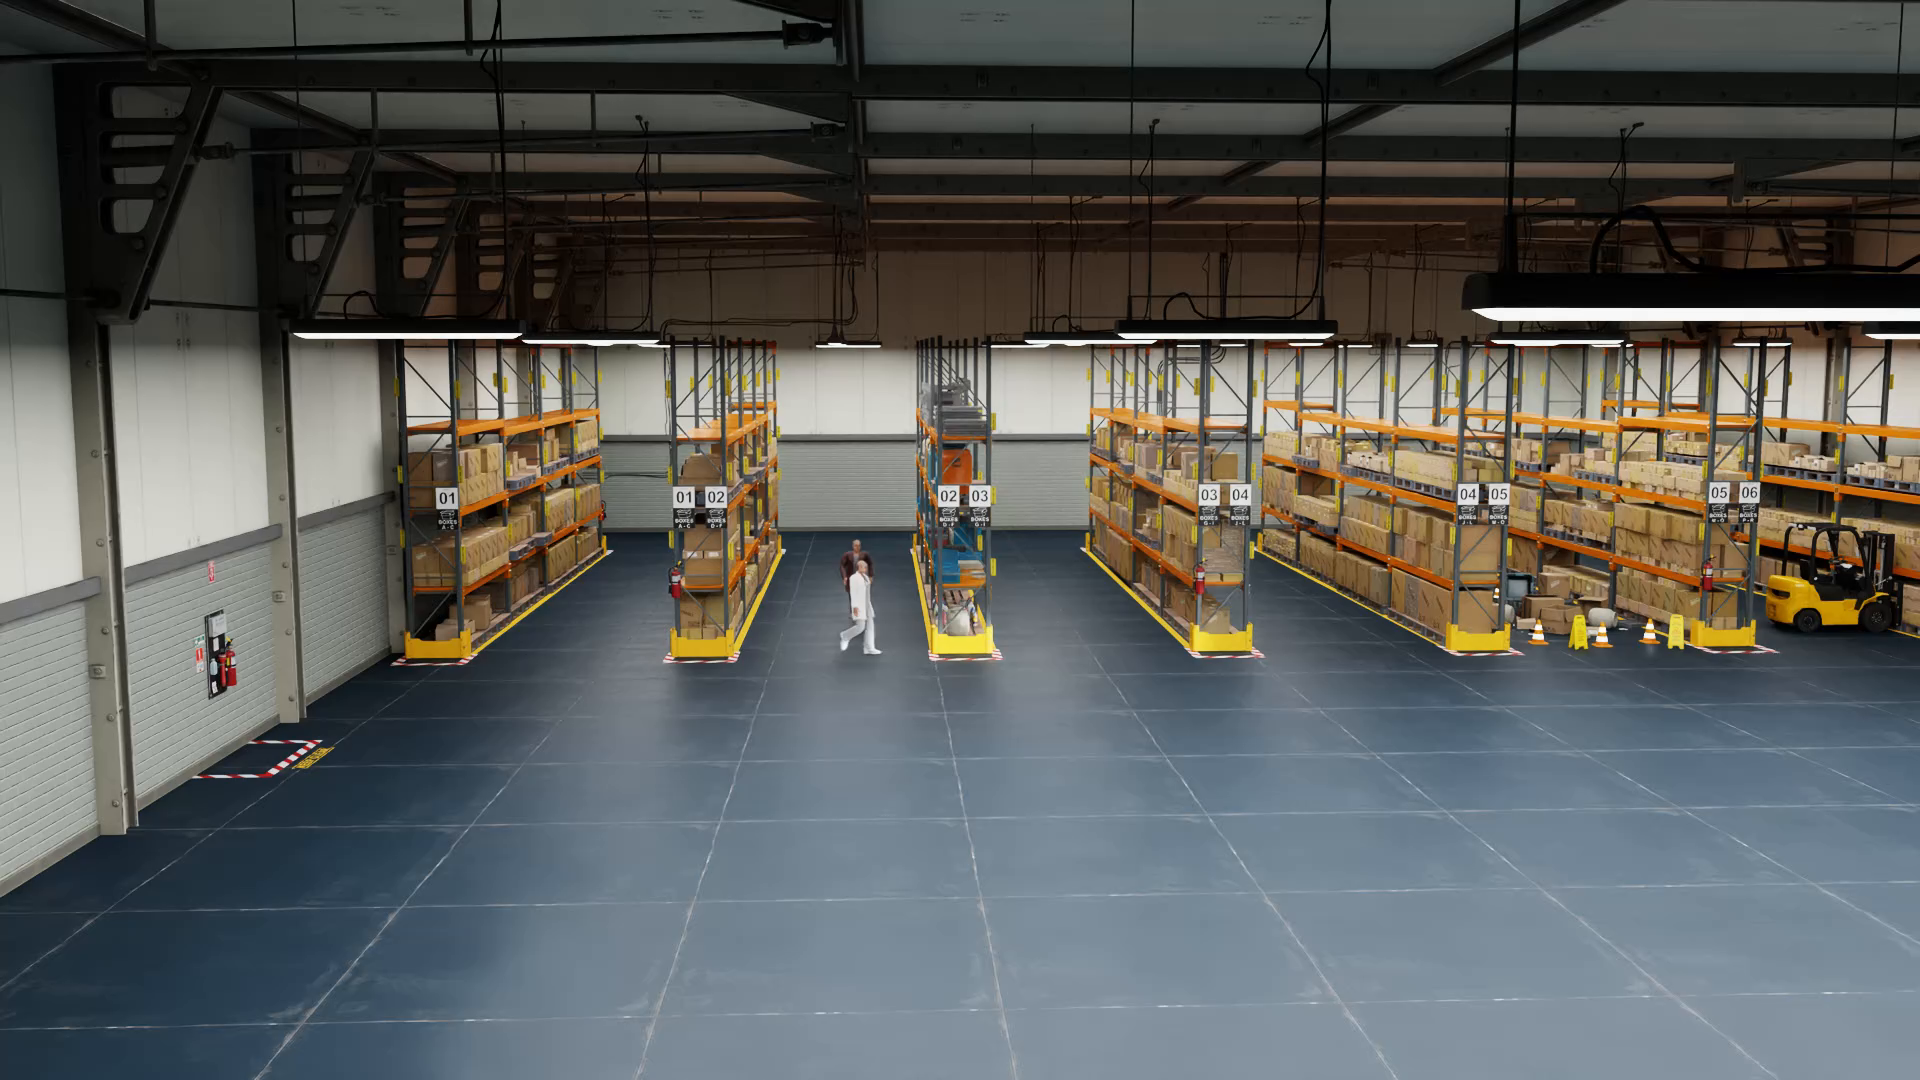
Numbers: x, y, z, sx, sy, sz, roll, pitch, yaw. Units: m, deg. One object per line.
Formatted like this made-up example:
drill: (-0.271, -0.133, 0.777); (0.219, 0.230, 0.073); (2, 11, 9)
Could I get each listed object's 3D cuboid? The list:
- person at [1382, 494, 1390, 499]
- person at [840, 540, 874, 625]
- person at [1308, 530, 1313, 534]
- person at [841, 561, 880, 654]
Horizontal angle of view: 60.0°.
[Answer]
person: (12.094, -0.493, 47.375); (0.914, 1.636, 0.456); (5, 8, 40)
person: (-2.194, 0.869, 35.261); (0.703, 1.760, 1.006); (0, 6, 0)
person: (10.621, -0.807, 50.399); (0.496, 1.588, 0.424); (-4, 8, -34)
person: (-1.866, 1.272, 31.435); (0.819, 1.762, 0.617); (4, 8, 31)
